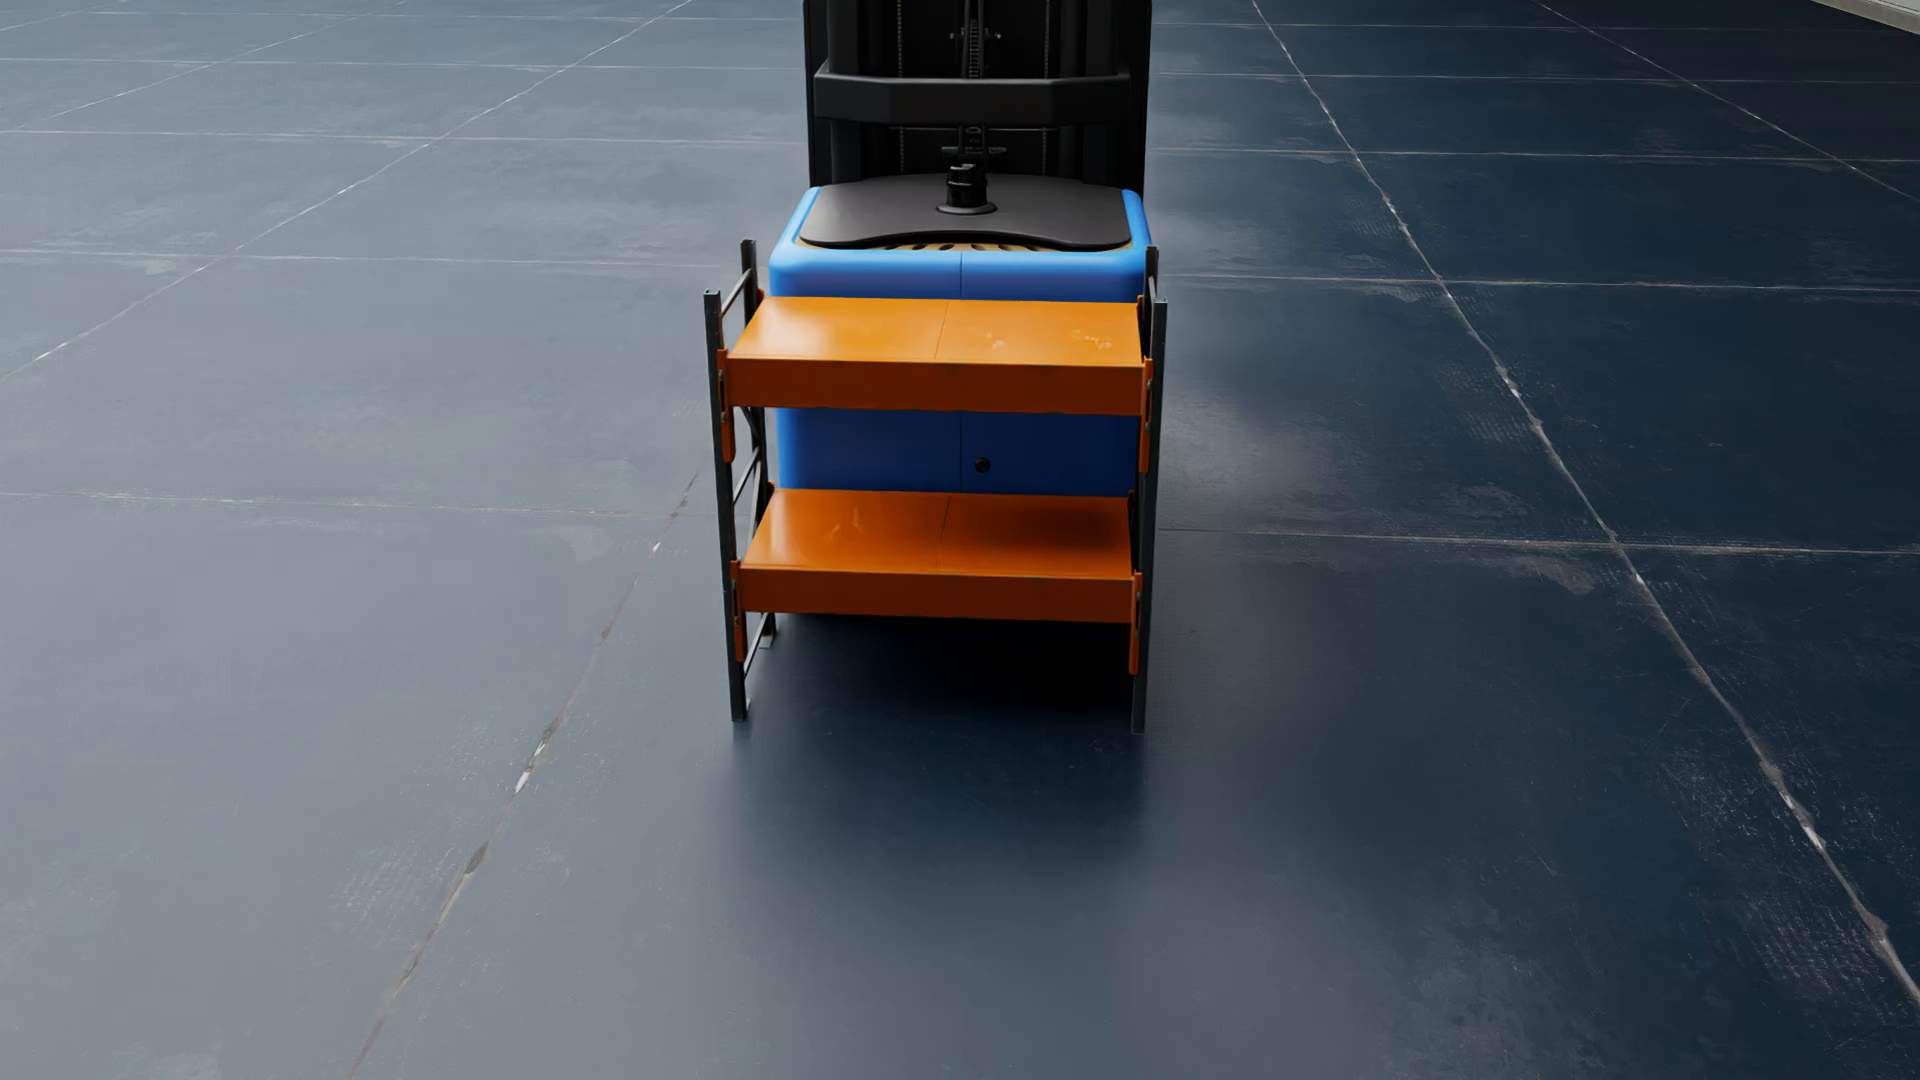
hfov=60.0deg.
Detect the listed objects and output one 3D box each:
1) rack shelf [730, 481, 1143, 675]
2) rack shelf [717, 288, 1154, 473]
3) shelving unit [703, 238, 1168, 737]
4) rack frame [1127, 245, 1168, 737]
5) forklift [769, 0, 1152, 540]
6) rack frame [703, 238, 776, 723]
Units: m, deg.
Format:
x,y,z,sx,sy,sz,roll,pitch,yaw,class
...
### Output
x,y,z,sx,sy,sz,roll,pitch,yaw,class
-0.043,0.086,4.302,1.000,0.278,0.538,2,25,3,rack shelf
-0.043,-0.402,4.078,1.000,0.278,0.538,2,25,3,rack shelf
-0.043,-0.136,4.200,1.048,1.125,0.538,2,25,3,shelving unit
0.464,-0.122,4.169,0.032,1.125,0.500,2,25,3,rack frame
0.064,-1.709,5.458,1.130,2.935,3.031,1,25,2,forklift
-0.551,-0.150,4.231,0.032,1.125,0.500,2,25,3,rack frame
